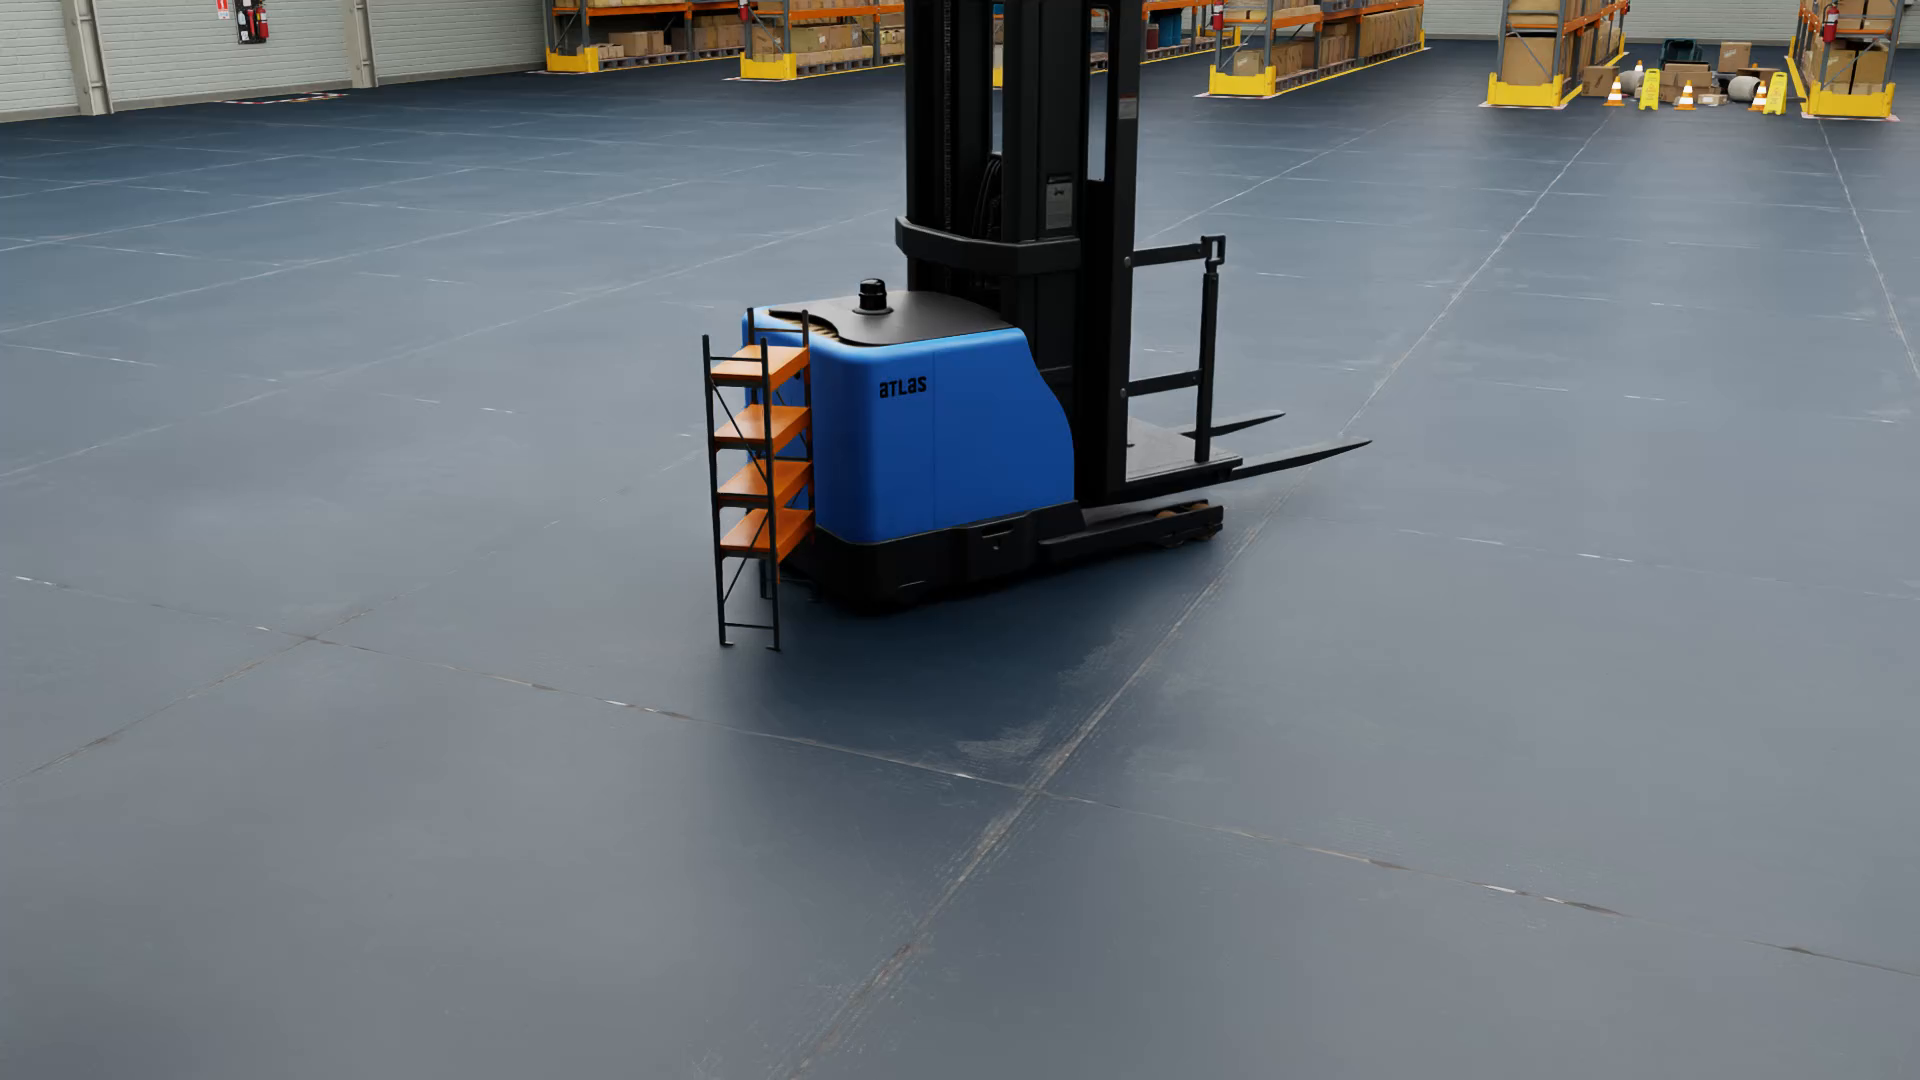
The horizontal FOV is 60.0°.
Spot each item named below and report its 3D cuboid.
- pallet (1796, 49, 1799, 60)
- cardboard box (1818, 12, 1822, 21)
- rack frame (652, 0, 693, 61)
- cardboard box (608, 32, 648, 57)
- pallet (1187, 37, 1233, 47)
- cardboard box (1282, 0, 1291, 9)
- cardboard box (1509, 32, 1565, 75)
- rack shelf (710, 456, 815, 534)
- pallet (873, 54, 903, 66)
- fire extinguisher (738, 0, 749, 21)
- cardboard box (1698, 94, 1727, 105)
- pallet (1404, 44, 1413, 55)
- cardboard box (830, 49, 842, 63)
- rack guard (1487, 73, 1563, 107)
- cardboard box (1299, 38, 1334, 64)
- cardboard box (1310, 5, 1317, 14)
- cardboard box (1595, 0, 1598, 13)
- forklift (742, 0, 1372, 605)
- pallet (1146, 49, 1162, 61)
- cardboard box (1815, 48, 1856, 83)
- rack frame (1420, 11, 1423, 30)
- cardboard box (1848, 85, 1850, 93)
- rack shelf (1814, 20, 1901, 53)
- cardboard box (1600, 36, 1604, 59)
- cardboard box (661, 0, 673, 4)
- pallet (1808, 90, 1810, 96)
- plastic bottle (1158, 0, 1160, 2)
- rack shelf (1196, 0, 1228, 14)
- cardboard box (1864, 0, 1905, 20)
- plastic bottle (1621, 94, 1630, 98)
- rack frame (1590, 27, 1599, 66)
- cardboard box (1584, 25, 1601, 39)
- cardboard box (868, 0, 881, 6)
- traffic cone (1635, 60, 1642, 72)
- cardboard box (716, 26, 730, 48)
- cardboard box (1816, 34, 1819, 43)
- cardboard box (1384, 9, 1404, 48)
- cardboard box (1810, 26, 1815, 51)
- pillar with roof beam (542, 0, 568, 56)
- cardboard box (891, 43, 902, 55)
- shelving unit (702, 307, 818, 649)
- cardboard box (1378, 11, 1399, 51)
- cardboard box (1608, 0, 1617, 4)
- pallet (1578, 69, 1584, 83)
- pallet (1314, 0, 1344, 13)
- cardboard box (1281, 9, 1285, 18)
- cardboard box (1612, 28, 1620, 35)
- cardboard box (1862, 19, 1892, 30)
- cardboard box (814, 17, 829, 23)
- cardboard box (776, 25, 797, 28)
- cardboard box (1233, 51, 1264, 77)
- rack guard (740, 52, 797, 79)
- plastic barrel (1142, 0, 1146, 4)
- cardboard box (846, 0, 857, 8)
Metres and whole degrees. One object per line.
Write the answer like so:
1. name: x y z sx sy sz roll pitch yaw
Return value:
1. pallet: 20.455 -11.510 39.520 1.003 0.211 1.213 9 21 23
2. cardboard box: 15.375 -9.240 29.350 0.380 0.149 0.250 8 21 22
3. rack frame: -6.801 -12.810 39.012 1.000 3.000 0.127 9 21 23
4. cardboard box: -7.494 -11.207 37.580 0.700 0.500 0.500 7 21 19
5. pallet: 6.778 -13.558 45.278 1.003 0.211 1.213 9 21 23
6. cardboard box: 5.708 -10.216 31.125 0.875 0.500 0.500 9 21 23
7. cardboard box: 10.177 -8.519 29.491 0.875 0.875 0.875 8 21 22
8. rack shelf: -0.749 -0.178 6.377 0.258 0.148 0.480 4 20 12
9. pallet: -2.014 -11.048 38.219 1.003 0.211 1.213 9 21 23
10. fire extinguisher: -4.390 -10.900 33.756 0.296 0.674 0.183 9 21 23
11. cardboard box: 12.853 -7.523 28.400 0.250 0.149 0.380 -14 24 -33
12. pallet: 10.913 -12.499 42.298 1.003 0.211 1.213 9 21 23
13. cardboard box: -2.880 -10.403 35.720 0.500 0.250 0.500 9 21 23
14. rack guard: 9.592 -7.652 28.238 1.175 0.500 0.348 9 21 23
15. cardboard box: 7.468 -10.299 35.027 0.700 0.500 0.500 7 21 18
16. cardboard box: 6.825 -10.471 32.811 0.380 0.149 0.250 9 21 23
17. cardboard box: 12.528 -10.850 33.351 0.500 0.500 0.500 8 21 22
18. forklift: 0.581 -1.480 7.255 3.031 2.935 1.130 -12 23 -31
19. pallet: 4.160 -11.606 39.789 1.003 0.211 1.213 9 21 23
20. cardboard box: 14.249 -7.725 27.071 0.500 0.500 0.500 9 21 23
21. rack frame: 11.670 -14.439 43.593 1.000 3.000 0.127 9 21 23
22. cardboard box: 15.169 -7.623 27.903 0.500 0.250 0.500 10 22 26
23. rack shelf: 14.978 -8.461 27.856 1.077 0.370 4.000 9 21 23
24. cardboard box: 13.809 -10.795 36.451 0.500 0.500 0.500 8 21 21
25. cardboard box: -6.930 -12.411 38.084 0.500 0.250 0.500 9 21 23
26. pallet: 15.554 -7.887 29.331 1.003 0.211 1.213 9 21 23
27. plastic bottle: 4.728 -12.953 39.588 0.061 0.283 0.133 9 21 23
28. rack shelf: 6.332 -14.168 43.906 1.077 0.370 4.000 9 21 23
29. cardboard box: 14.606 -8.482 26.250 0.500 0.500 0.500 8 21 22
30. plastic bottle: 11.801 -7.929 29.674 0.283 0.061 0.133 1 20 4
31. rack frame: 12.878 -11.282 34.716 1.000 3.000 0.127 9 21 23
32. cardboard box: 13.381 -10.833 35.438 0.500 0.250 0.500 8 21 20
33. cardboard box: -2.118 -12.217 37.569 0.500 0.250 0.500 10 22 26
34. traffic cone: 13.166 -9.067 32.273 0.336 0.463 0.334 9 21 23
35. cardboard box: -6.103 -12.382 40.882 0.700 0.500 0.500 9 21 23
36. cardboard box: 14.994 -8.642 28.681 0.380 0.149 0.250 9 22 25
37. cardboard box: 10.375 -12.604 40.977 0.875 0.875 0.875 9 21 23
38. cardboard box: 18.163 -10.302 34.506 0.875 0.875 0.875 9 21 23
39. pillar with roof beam: -5.014 -14.156 33.843 9.100 9.000 0.400 9 21 23
40. cardboard box: -1.678 -11.279 38.184 0.500 0.250 0.500 9 22 24
41. shelving unit: -0.750 -0.241 6.354 0.258 1.200 0.503 4 20 12
42. cardboard box: 9.788 -12.215 39.883 1.225 0.875 0.875 9 21 23
43. cardboard box: 14.930 -12.428 38.314 0.380 0.149 0.250 9 22 25
44. pallet: 11.985 -9.366 33.490 1.003 0.211 1.213 9 21 23
45. pallet: 7.202 -10.894 33.911 1.003 0.211 1.213 9 21 23
46. cardboard box: 5.772 -9.712 30.675 0.380 0.149 0.250 9 21 23
47. cardboard box: 16.023 -12.501 40.882 0.380 0.149 0.250 8 21 21
48. cardboard box: 14.487 -8.145 26.271 0.380 0.149 0.250 9 21 23
49. cardboard box: -4.034 -13.952 44.804 0.750 0.750 0.750 9 22 24
50. cardboard box: -3.574 -10.677 35.371 0.500 0.500 0.500 9 21 23
51. cardboard box: 5.389 -8.757 30.719 0.500 0.500 0.500 13 23 33
52. rack guard: -3.928 -9.723 34.064 1.175 0.500 0.348 9 21 23
53. plastic barrel: 3.962 -12.554 38.089 0.600 0.536 0.708 9 21 23
54. cardboard box: -2.666 -11.880 36.247 0.700 0.500 0.500 8 21 22
